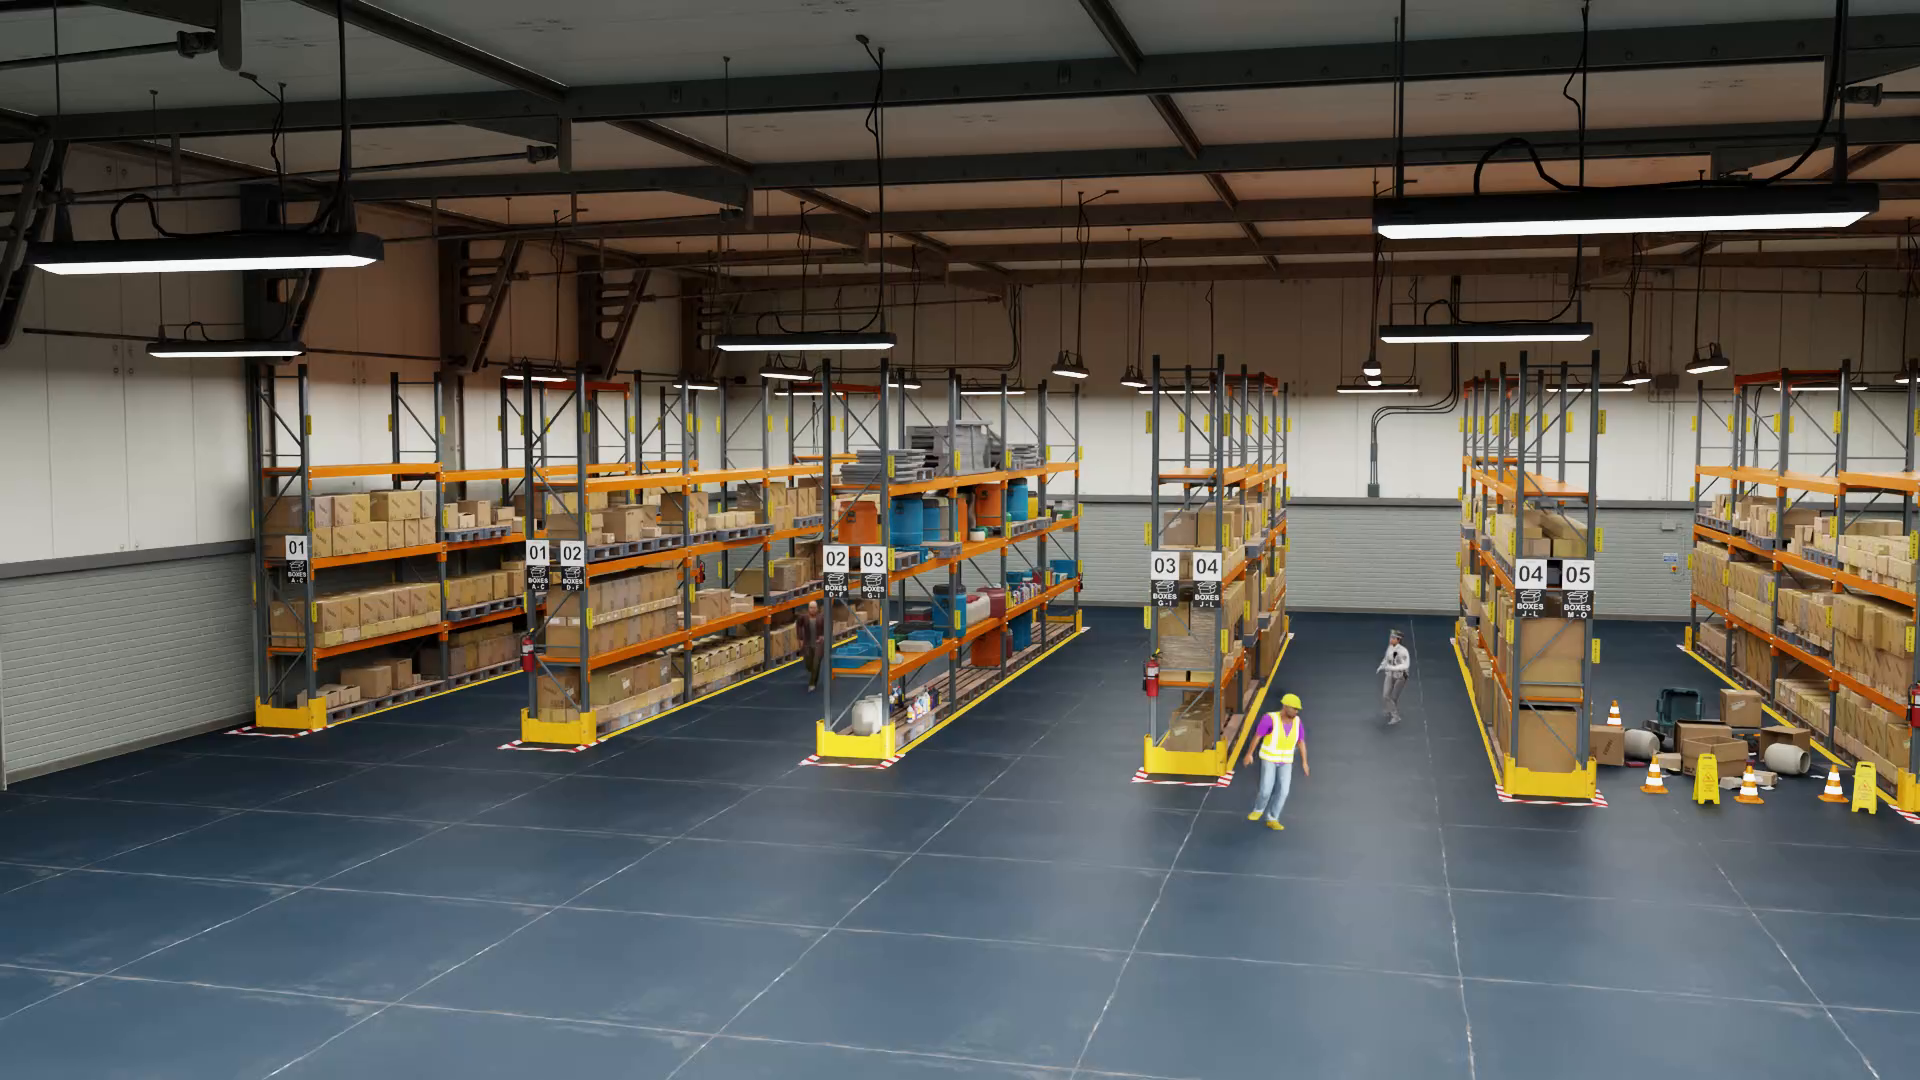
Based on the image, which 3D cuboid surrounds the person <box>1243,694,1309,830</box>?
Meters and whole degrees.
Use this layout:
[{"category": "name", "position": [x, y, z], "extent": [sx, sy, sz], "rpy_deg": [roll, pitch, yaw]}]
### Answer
[{"category": "person", "position": [3.914, 2.727, 20.529], "extent": [0.747, 1.717, 0.637], "rpy_deg": [-1, 4, -16]}]

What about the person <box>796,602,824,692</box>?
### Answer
[{"category": "person", "position": [-2.747, 1.958, 31.322], "extent": [0.691, 1.641, 0.747], "rpy_deg": [0, 4, -1]}]

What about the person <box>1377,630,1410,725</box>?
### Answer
[{"category": "person", "position": [7.328, 2.292, 27.972], "extent": [0.637, 1.633, 0.710], "rpy_deg": [-4, 5, -43]}]
